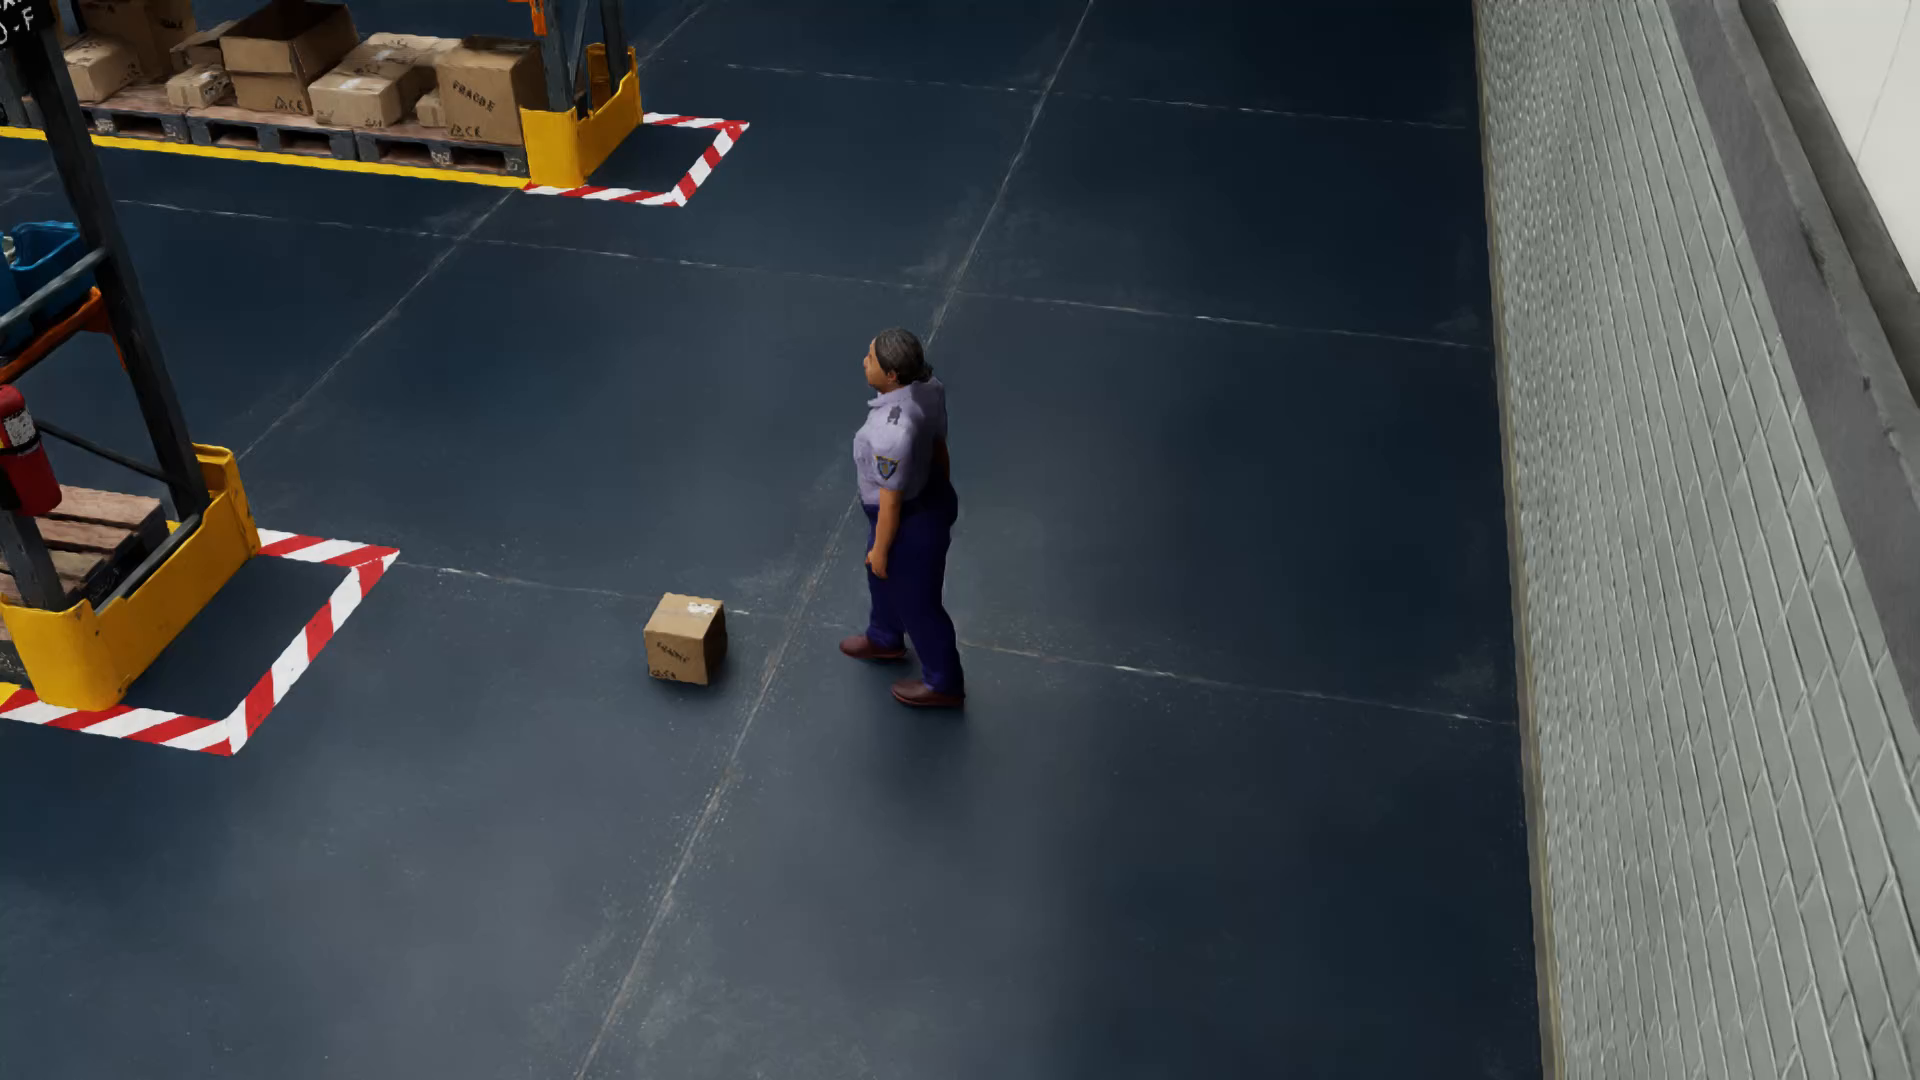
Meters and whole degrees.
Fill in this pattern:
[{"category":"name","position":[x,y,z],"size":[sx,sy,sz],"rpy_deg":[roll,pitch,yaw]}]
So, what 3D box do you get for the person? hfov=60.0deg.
[{"category":"person","position":[-0.255,-0.066,6.256],"size":[0.587,1.667,0.496],"rpy_deg":[7,37,10]}]
